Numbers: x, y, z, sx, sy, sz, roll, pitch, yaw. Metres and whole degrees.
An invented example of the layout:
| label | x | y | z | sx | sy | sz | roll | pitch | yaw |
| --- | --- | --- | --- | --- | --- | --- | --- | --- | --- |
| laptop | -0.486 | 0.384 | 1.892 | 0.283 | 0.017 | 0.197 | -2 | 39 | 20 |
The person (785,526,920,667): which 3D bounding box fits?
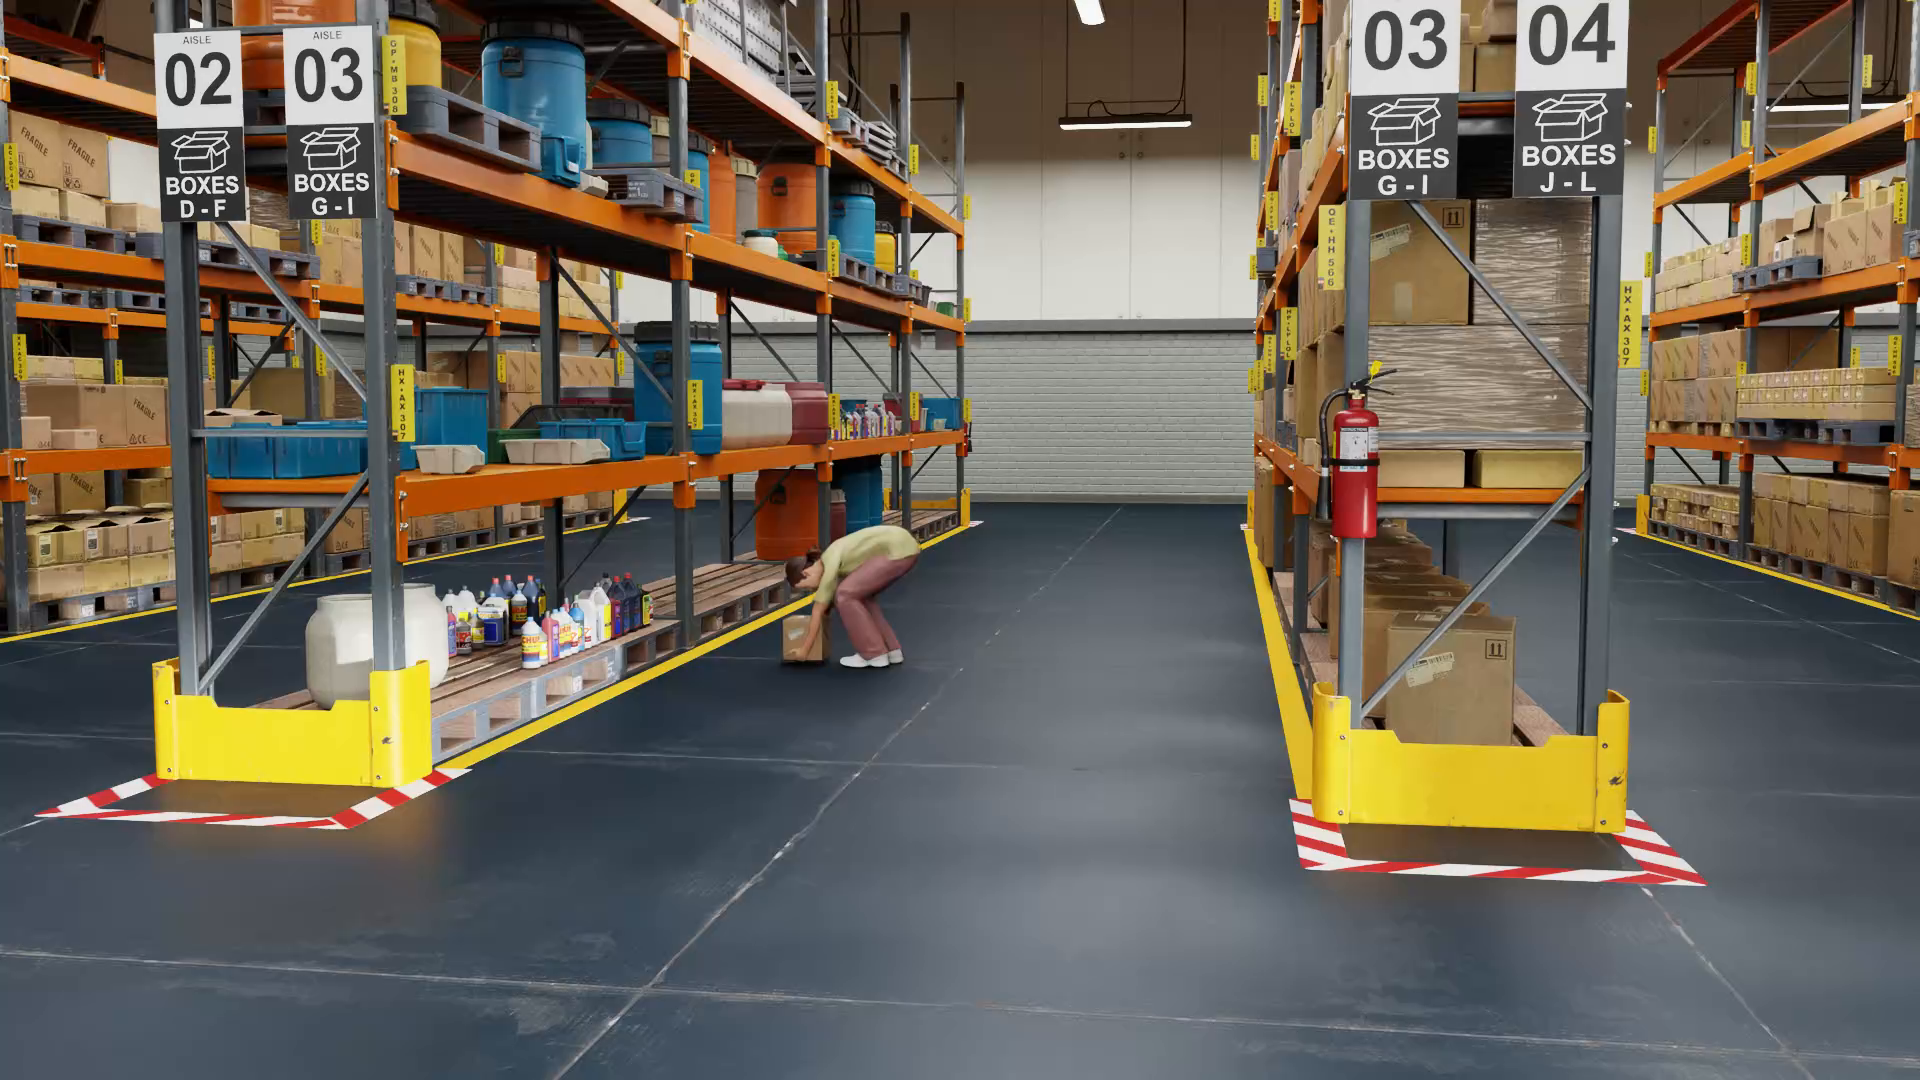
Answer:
| label | x | y | z | sx | sy | sz | roll | pitch | yaw |
| --- | --- | --- | --- | --- | --- | --- | --- | --- | --- |
| person | -0.679 | 0.350 | 10.470 | 0.849 | 0.879 | 0.460 | 0 | 5 | 6 |
